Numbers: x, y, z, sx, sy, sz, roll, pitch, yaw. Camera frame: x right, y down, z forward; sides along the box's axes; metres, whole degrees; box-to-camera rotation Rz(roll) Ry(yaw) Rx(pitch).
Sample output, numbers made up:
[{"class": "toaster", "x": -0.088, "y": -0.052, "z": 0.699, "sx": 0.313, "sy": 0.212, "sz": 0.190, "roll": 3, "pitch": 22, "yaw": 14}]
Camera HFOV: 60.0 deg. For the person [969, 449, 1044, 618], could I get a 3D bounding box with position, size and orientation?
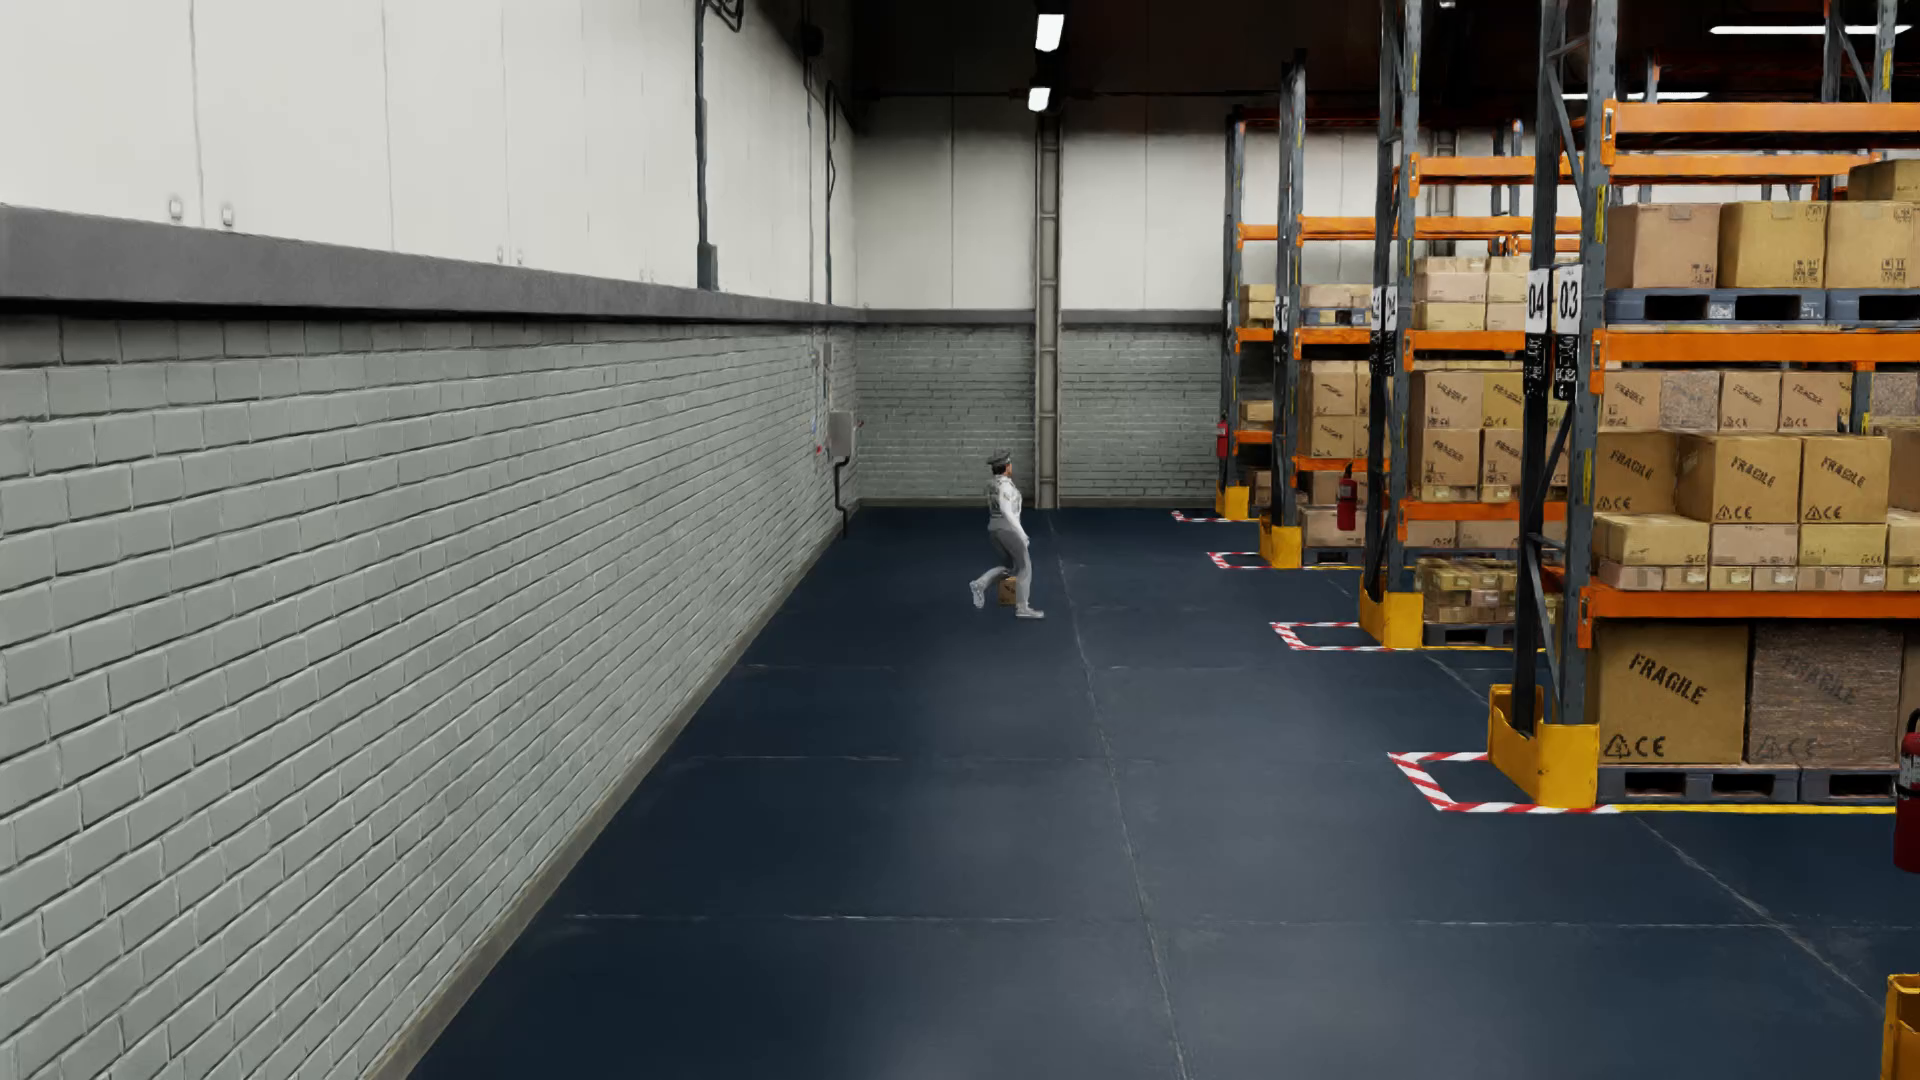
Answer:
[{"class": "person", "x": 0.423, "y": -0.067, "z": 16.357, "sx": 0.678, "sy": 1.640, "sz": 0.624, "roll": -3, "pitch": 8, "yaw": -25}]
